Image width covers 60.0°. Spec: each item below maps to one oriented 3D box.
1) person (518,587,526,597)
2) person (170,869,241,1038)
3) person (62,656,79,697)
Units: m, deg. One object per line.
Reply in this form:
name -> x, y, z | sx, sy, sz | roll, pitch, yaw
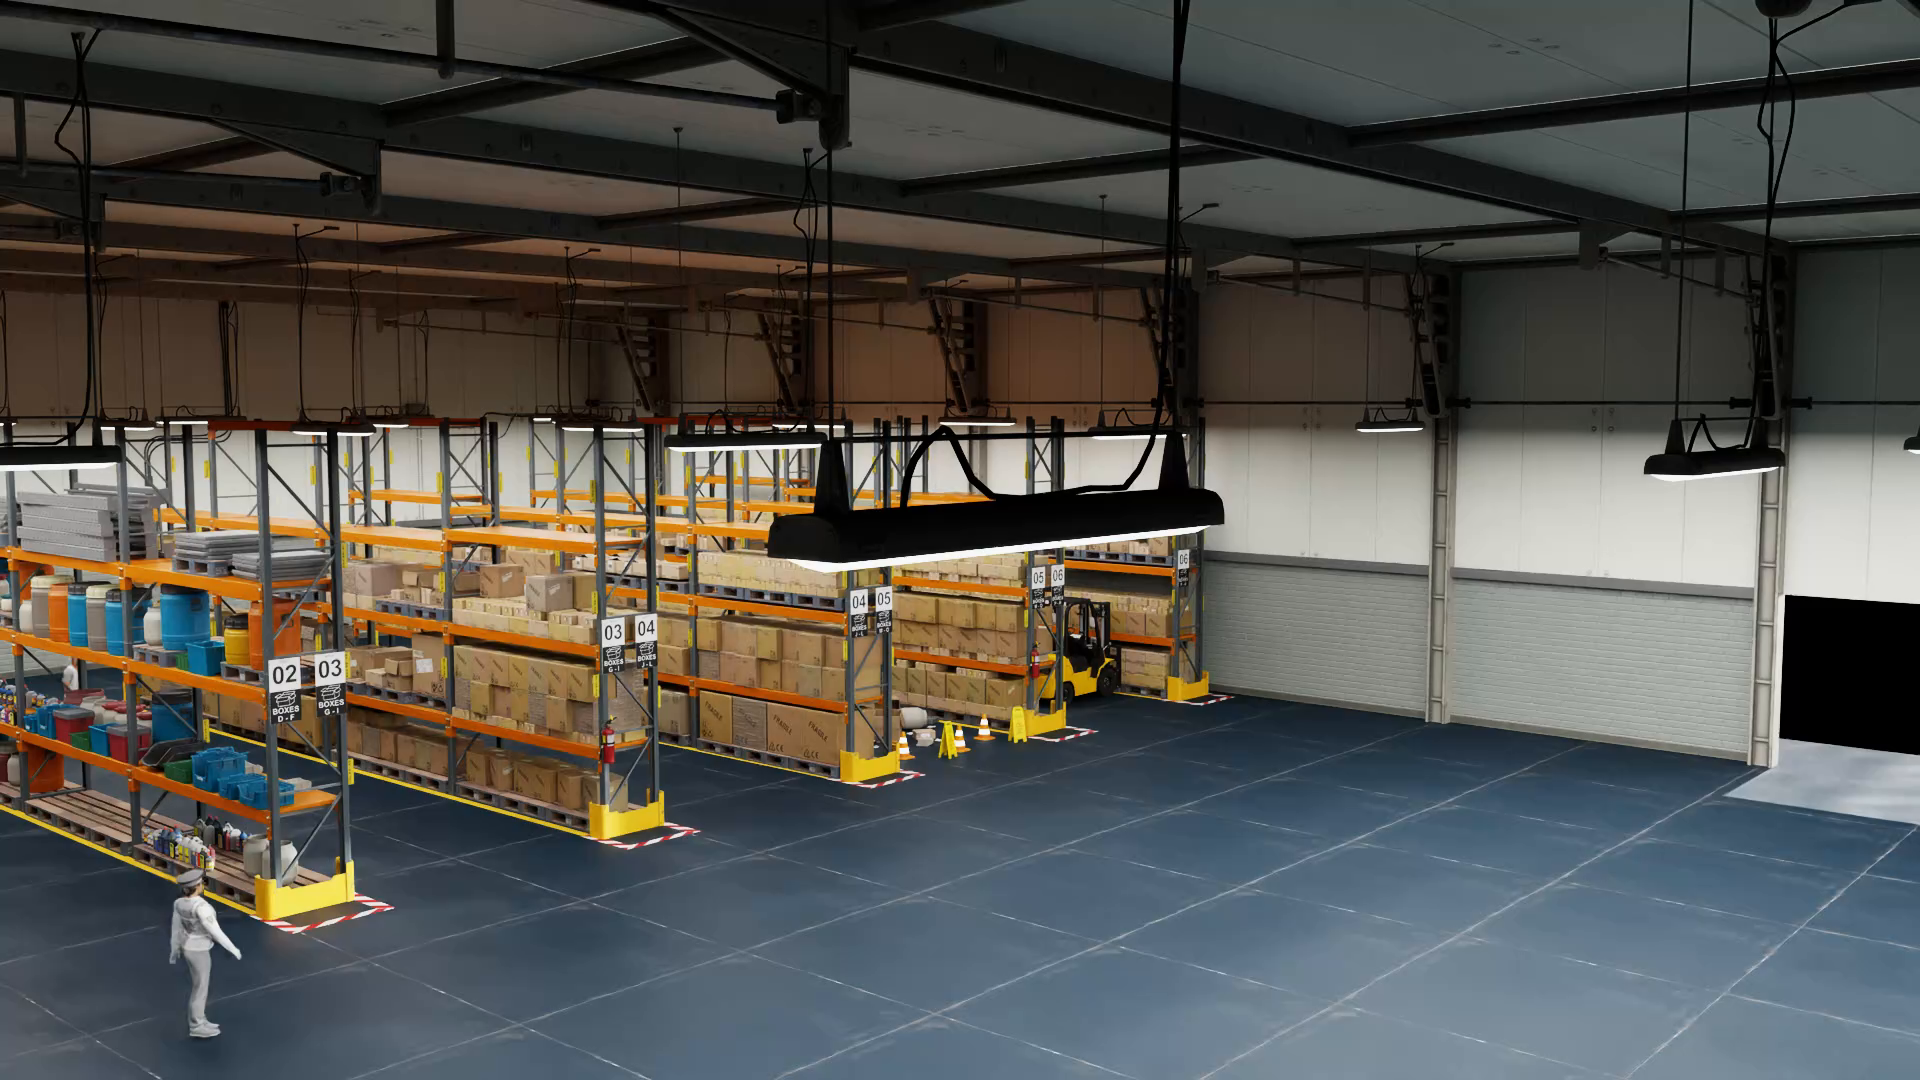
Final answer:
person -> -12.045, 1.700, 45.137 | 0.562, 1.786, 0.402 | -3, 6, -31
person -> -7.540, 4.133, 16.626 | 0.590, 1.710, 0.525 | -3, 6, -35
person -> -16.186, 2.900, 30.482 | 0.477, 1.746, 0.973 | -4, 6, -41
